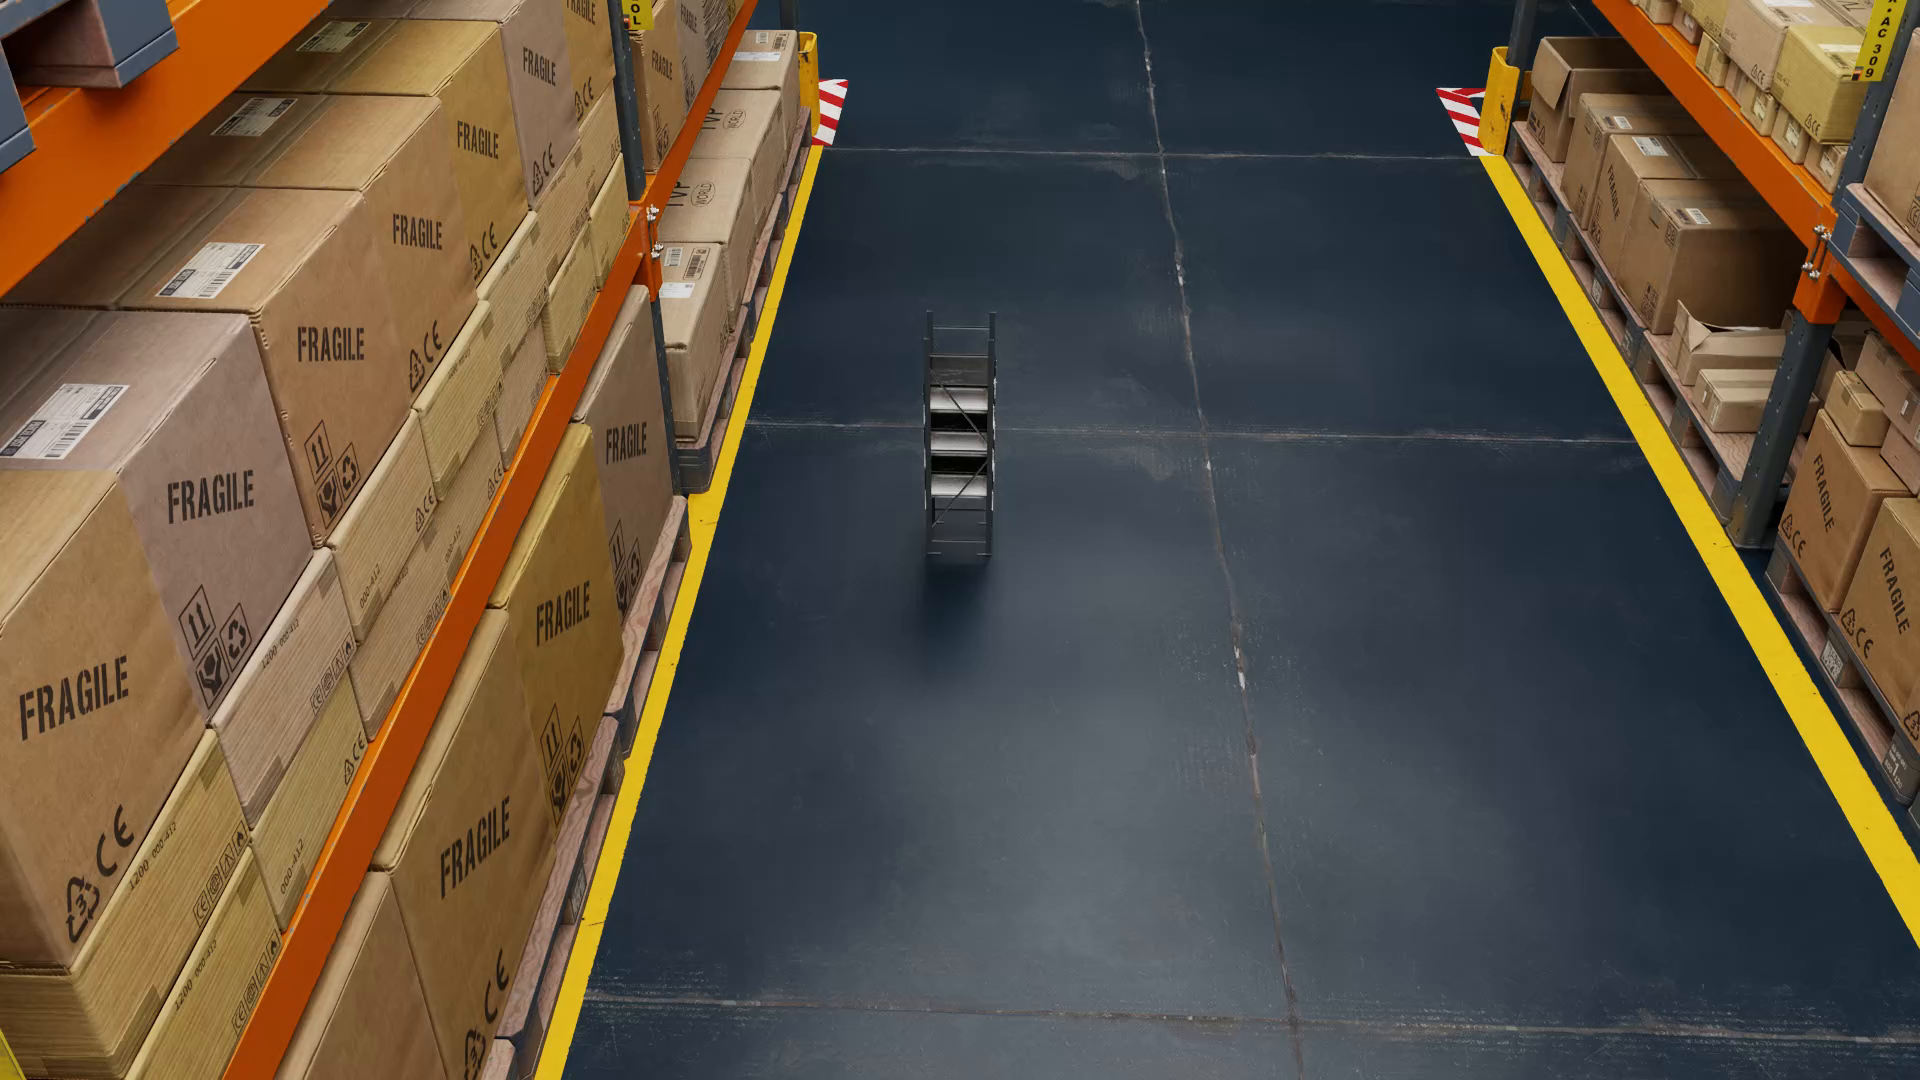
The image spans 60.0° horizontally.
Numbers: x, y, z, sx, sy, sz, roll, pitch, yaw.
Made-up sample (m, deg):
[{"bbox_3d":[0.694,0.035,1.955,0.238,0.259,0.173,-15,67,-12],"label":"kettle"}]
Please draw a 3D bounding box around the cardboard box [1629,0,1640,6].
[{"bbox_3d":[3.164,-2.488,7.400,0.380,0.149,0.250,0,35,1],"label":"cardboard box"}]

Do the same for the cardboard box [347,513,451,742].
[{"bbox_3d":[-1.428,0.161,3.543,0.500,0.250,0.500,2,35,3],"label":"cardboard box"}]

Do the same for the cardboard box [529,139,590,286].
[{"bbox_3d":[-1.355,-0.924,4.651,0.500,0.250,0.500,2,35,3],"label":"cardboard box"}]

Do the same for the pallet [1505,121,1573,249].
[{"bbox_3d":[3.518,-1.870,8.727,1.003,0.211,1.213,1,35,2],"label":"pallet"}]

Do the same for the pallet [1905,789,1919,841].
[{"bbox_3d":[3.351,1.098,4.505,1.003,0.211,1.213,1,35,2],"label":"pallet"}]

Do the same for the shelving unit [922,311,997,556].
[{"bbox_3d":[0.000,-0.373,5.998,0.258,0.900,0.210,1,35,2],"label":"shelving unit"}]

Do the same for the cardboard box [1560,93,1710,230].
[{"bbox_3d":[3.360,-1.822,8.043,0.700,0.500,0.500,3,35,4],"label":"cardboard box"}]

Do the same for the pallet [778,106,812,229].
[{"bbox_3d":[-1.361,-2.023,8.945,1.003,0.211,1.213,1,35,2],"label":"pallet"}]

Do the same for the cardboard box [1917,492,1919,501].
[{"bbox_3d":[3.179,-0.120,5.057,0.380,0.149,0.250,0,35,-1],"label":"cardboard box"}]

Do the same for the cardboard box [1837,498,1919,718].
[{"bbox_3d":[3.136,0.216,5.143,0.500,0.500,0.500,1,35,1],"label":"cardboard box"}]

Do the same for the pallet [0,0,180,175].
[{"bbox_3d":[-1.756,-0.550,1.979,1.213,0.211,1.003,3,35,4],"label":"pallet"}]

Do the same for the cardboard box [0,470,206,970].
[{"bbox_3d":[-1.465,0.244,2.338,0.500,0.500,0.500,0,35,0],"label":"cardboard box"}]

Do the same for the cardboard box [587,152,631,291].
[{"bbox_3d":[-1.334,-1.002,5.197,0.500,0.250,0.500,1,35,1],"label":"cardboard box"}]

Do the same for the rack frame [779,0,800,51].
[{"bbox_3d":[-1.407,-3.625,8.799,1.000,3.000,0.127,1,35,2],"label":"rack frame"}]

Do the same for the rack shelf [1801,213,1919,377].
[{"bbox_3d":[3.311,0.229,3.941,1.077,0.370,4.000,1,35,2],"label":"rack shelf"}]

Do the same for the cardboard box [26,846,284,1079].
[{"bbox_3d":[-1.458,0.757,2.694,0.500,0.250,0.500,1,35,1],"label":"cardboard box"}]

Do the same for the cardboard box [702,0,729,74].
[{"bbox_3d":[-1.237,-2.206,6.693,0.500,0.500,0.500,2,35,2],"label":"cardboard box"}]

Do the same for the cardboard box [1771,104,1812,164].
[{"bbox_3d":[3.141,-1.451,5.924,0.380,0.149,0.250,2,35,3],"label":"cardboard box"}]

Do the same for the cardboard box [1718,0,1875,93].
[{"bbox_3d":[3.174,-1.861,6.161,0.500,0.250,0.500,1,35,2],"label":"cardboard box"}]

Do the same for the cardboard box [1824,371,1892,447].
[{"bbox_3d":[3.112,-0.429,5.496,0.380,0.149,0.250,3,35,4],"label":"cardboard box"}]

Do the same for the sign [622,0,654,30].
[{"bbox_3d":[-1.025,-1.761,5.209,0.100,0.325,0.005,1,35,2],"label":"sign"}]

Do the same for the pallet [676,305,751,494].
[{"bbox_3d":[-1.459,-0.621,6.950,1.003,0.211,1.213,1,35,2],"label":"pallet"}]

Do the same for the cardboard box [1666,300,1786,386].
[{"bbox_3d":[3.135,-0.799,6.791,0.396,0.266,0.258,3,35,4],"label":"cardboard box"}]

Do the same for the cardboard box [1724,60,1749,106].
[{"bbox_3d":[3.165,-1.751,6.351,0.380,0.149,0.250,2,35,3],"label":"cardboard box"}]

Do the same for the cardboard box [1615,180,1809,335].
[{"bbox_3d":[3.318,-1.226,7.194,0.700,0.500,0.500,0,35,0],"label":"cardboard box"}]

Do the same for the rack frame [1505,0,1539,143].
[{"bbox_3d":[3.552,-3.512,8.639,1.000,3.000,0.127,1,35,2],"label":"rack frame"}]

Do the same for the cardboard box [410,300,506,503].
[{"bbox_3d":[-1.374,-0.331,3.808,0.500,0.250,0.500,2,35,3],"label":"cardboard box"}]

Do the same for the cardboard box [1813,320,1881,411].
[{"bbox_3d":[3.654,-0.660,6.554,0.500,0.311,0.500,3,35,4],"label":"cardboard box"}]

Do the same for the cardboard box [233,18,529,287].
[{"bbox_3d":[-1.388,-0.926,4.002,0.500,0.500,0.500,2,35,3],"label":"cardboard box"}]

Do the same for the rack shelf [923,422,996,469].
[{"bbox_3d":[0.000,-0.346,6.017,0.258,0.077,0.200,1,35,2],"label":"rack shelf"}]

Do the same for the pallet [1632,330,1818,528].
[{"bbox_3d":[3.420,-0.468,6.732,1.003,0.211,1.213,1,35,2],"label":"pallet"}]

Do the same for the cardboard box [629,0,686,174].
[{"bbox_3d":[-1.288,-1.631,5.875,0.500,0.500,0.500,2,35,3],"label":"cardboard box"}]

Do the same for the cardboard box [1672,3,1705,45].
[{"bbox_3d":[3.232,-2.187,6.971,0.380,0.149,0.250,1,35,2],"label":"cardboard box"}]

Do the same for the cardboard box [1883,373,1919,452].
[{"bbox_3d":[3.149,-0.400,5.196,0.380,0.149,0.250,0,35,0],"label":"cardboard box"}]

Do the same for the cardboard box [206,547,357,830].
[{"bbox_3d":[-1.440,0.246,2.987,0.500,0.250,0.500,2,35,3],"label":"cardboard box"}]

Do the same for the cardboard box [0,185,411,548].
[{"bbox_3d":[-1.418,-0.338,3.166,0.500,0.500,0.500,2,35,3],"label":"cardboard box"}]

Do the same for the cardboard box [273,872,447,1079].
[{"bbox_3d":[-1.618,1.274,3.311,0.875,0.875,0.875,1,35,1],"label":"cardboard box"}]

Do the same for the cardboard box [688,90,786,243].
[{"bbox_3d":[-1.362,-1.841,8.124,0.875,0.438,0.875,2,35,3],"label":"cardboard box"}]

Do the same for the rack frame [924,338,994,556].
[{"bbox_3d":[-0.004,-0.314,5.915,0.240,0.900,0.006,1,35,2],"label":"rack frame"}]

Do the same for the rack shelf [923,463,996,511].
[{"bbox_3d":[0.000,-0.198,6.121,0.258,0.077,0.200,1,35,2],"label":"rack shelf"}]

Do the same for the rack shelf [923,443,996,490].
[{"bbox_3d":[0.000,-0.272,6.069,0.258,0.077,0.200,1,35,2],"label":"rack shelf"}]

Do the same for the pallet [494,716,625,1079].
[{"bbox_3d":[-1.570,0.962,4.698,1.003,0.211,1.213,1,35,2],"label":"pallet"}]

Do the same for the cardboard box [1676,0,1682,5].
[{"bbox_3d":[3.229,-2.443,6.989,0.500,0.250,0.500,0,35,1],"label":"cardboard box"}]

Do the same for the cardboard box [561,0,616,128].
[{"bbox_3d":[-1.335,-1.514,4.839,0.500,0.500,0.500,2,35,3],"label":"cardboard box"}]

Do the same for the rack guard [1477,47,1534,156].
[{"bbox_3d":[3.549,-2.446,9.296,1.175,0.500,0.348,1,35,2],"label":"rack guard"}]

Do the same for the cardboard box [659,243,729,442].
[{"bbox_3d":[-1.436,-0.808,6.655,0.875,0.438,0.875,1,35,1],"label":"cardboard box"}]

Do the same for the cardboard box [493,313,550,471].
[{"bbox_3d":[-1.395,-0.420,4.369,0.500,0.250,0.500,0,35,1],"label":"cardboard box"}]

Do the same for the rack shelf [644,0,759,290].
[{"bbox_3d":[-1.488,-2.181,7.371,1.077,0.370,4.000,1,35,2],"label":"rack shelf"}]

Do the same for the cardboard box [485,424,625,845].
[{"bbox_3d":[-1.542,0.248,4.771,0.875,0.875,0.875,2,35,3],"label":"cardboard box"}]
